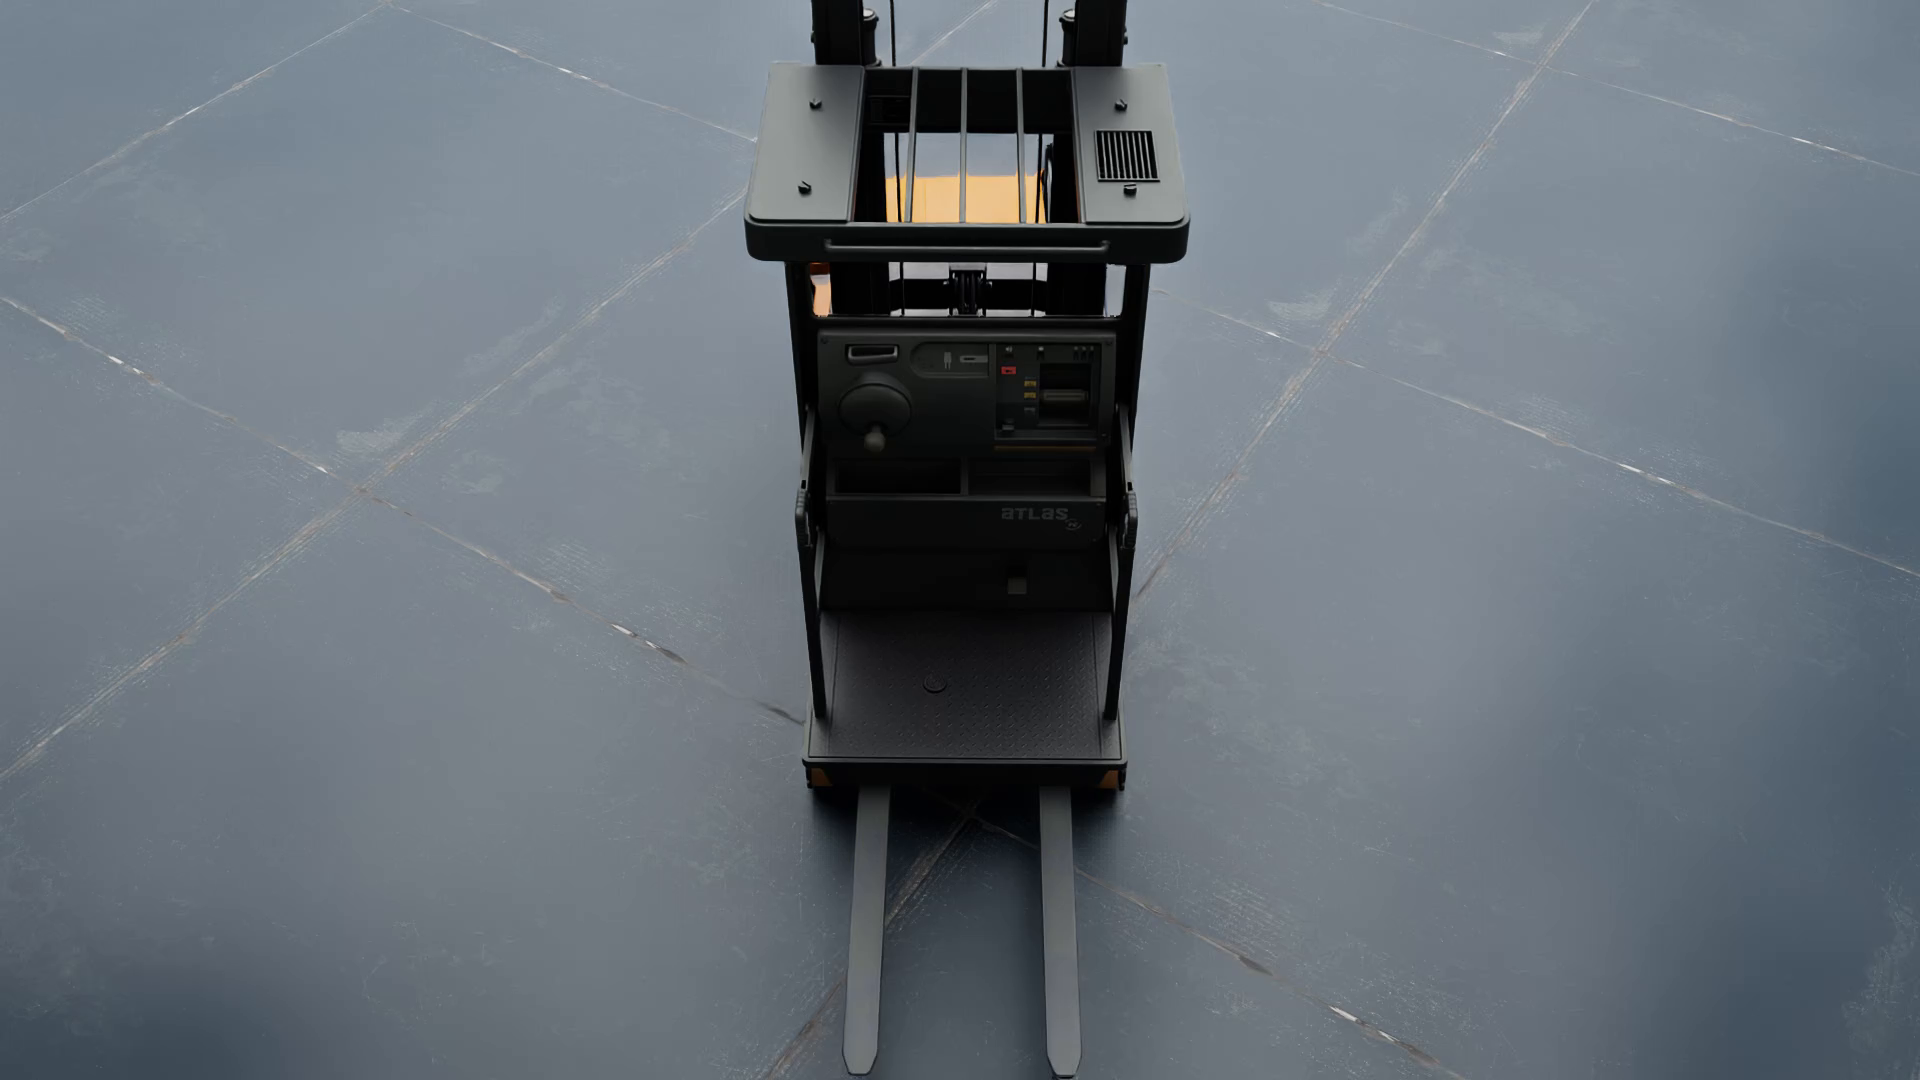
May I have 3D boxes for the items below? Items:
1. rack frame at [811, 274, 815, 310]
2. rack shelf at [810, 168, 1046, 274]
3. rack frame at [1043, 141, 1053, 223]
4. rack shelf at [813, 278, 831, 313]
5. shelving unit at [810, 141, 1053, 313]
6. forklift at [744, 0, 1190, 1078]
[{"bbox_3d":[-0.646,-1.026,6.962,0.032,1.125,0.500,-1,46,-1],"label":"rack frame"},{"bbox_3d":[-0.138,-1.241,6.763,1.000,0.278,0.538,-1,46,-1],"label":"rack shelf"},{"bbox_3d":[0.370,-1.048,6.984,0.032,1.125,0.500,-1,46,-1],"label":"rack frame"},{"bbox_3d":[-0.138,-0.866,7.148,1.000,0.278,0.538,-1,46,-1],"label":"rack shelf"},{"bbox_3d":[-0.138,-1.037,6.973,1.048,1.125,0.538,-1,46,-1],"label":"shelving unit"},{"bbox_3d":[0.021,-0.372,5.068,1.130,2.935,3.031,0,46,0],"label":"forklift"}]
